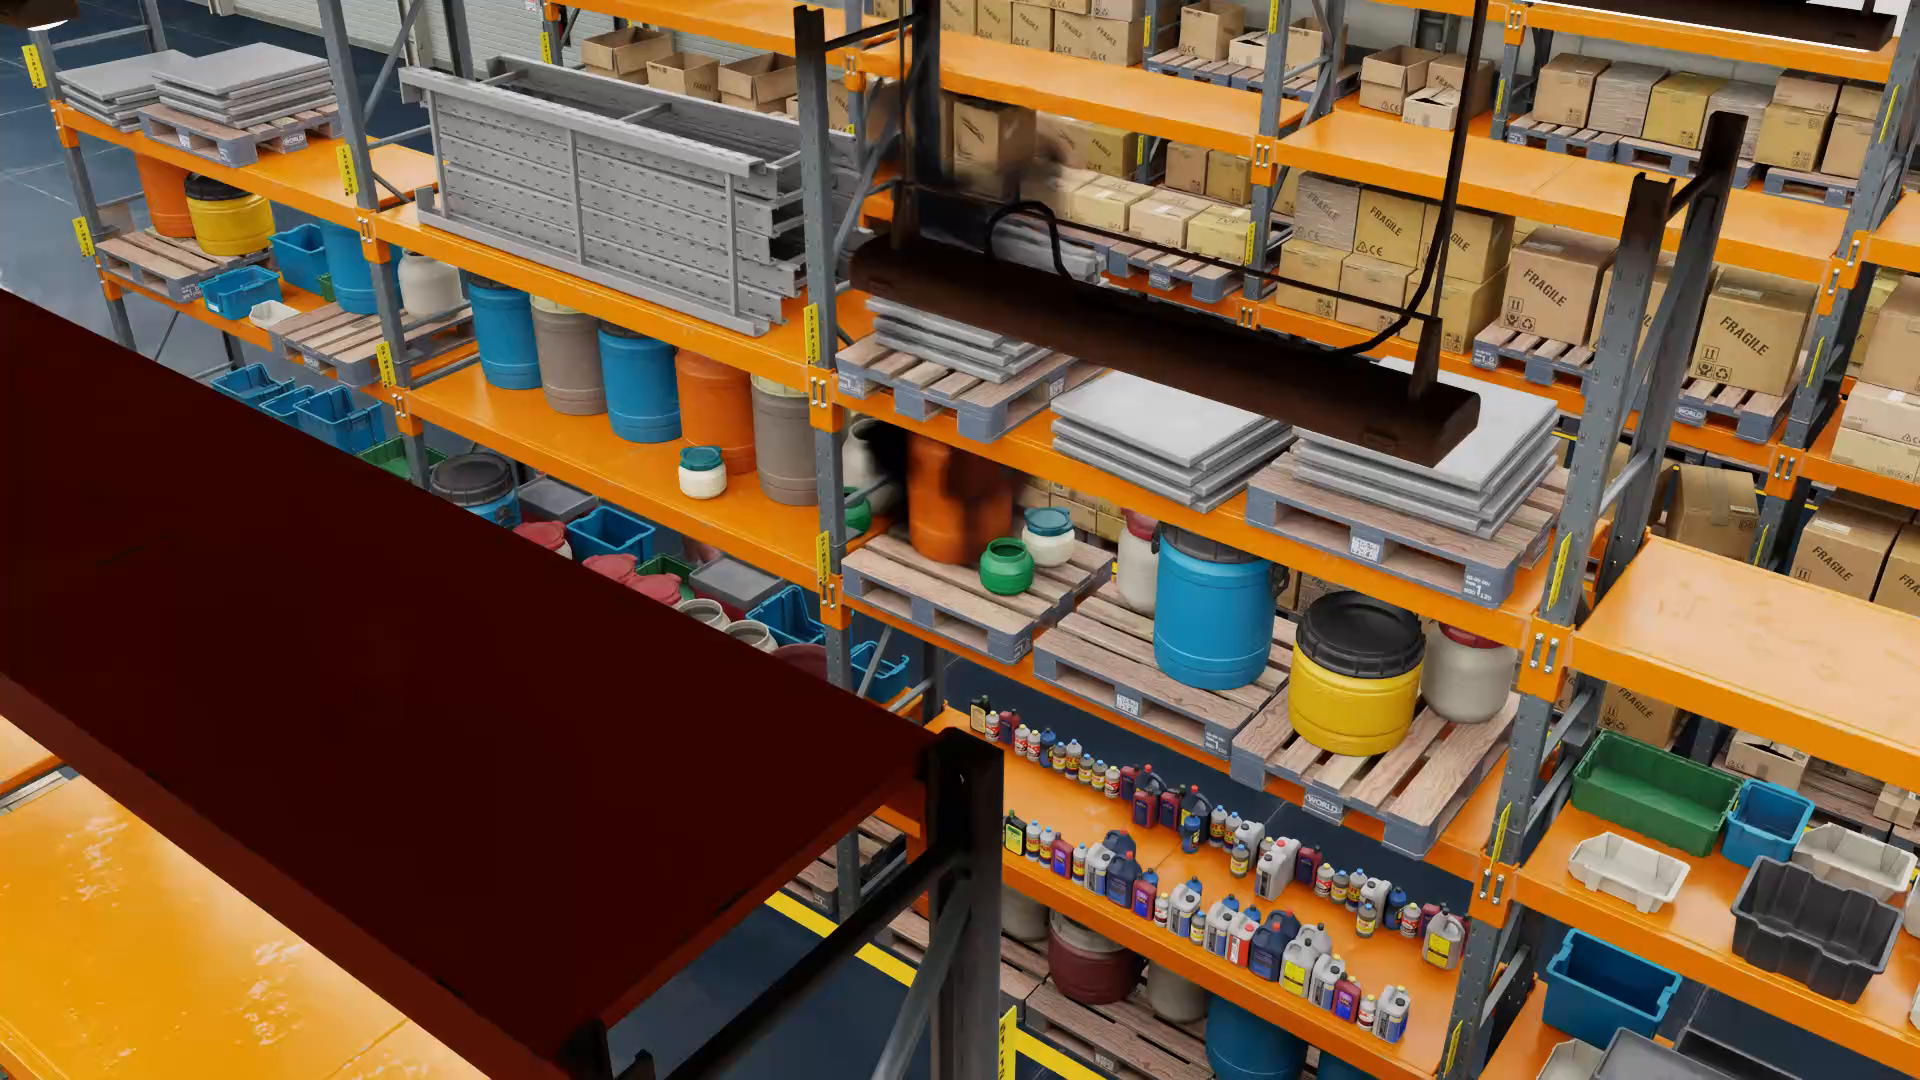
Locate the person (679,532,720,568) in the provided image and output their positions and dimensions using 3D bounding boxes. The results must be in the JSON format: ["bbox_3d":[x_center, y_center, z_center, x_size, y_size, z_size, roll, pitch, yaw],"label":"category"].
[{"bbox_3d":[-2.268,-0.334,14.225,0.723,1.720,0.543,15,34,23],"label":"person"}]

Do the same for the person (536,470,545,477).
[{"bbox_3d":[-3.309,-0.339,14.217,0.664,1.682,0.656,23,38,32],"label":"person"}]
